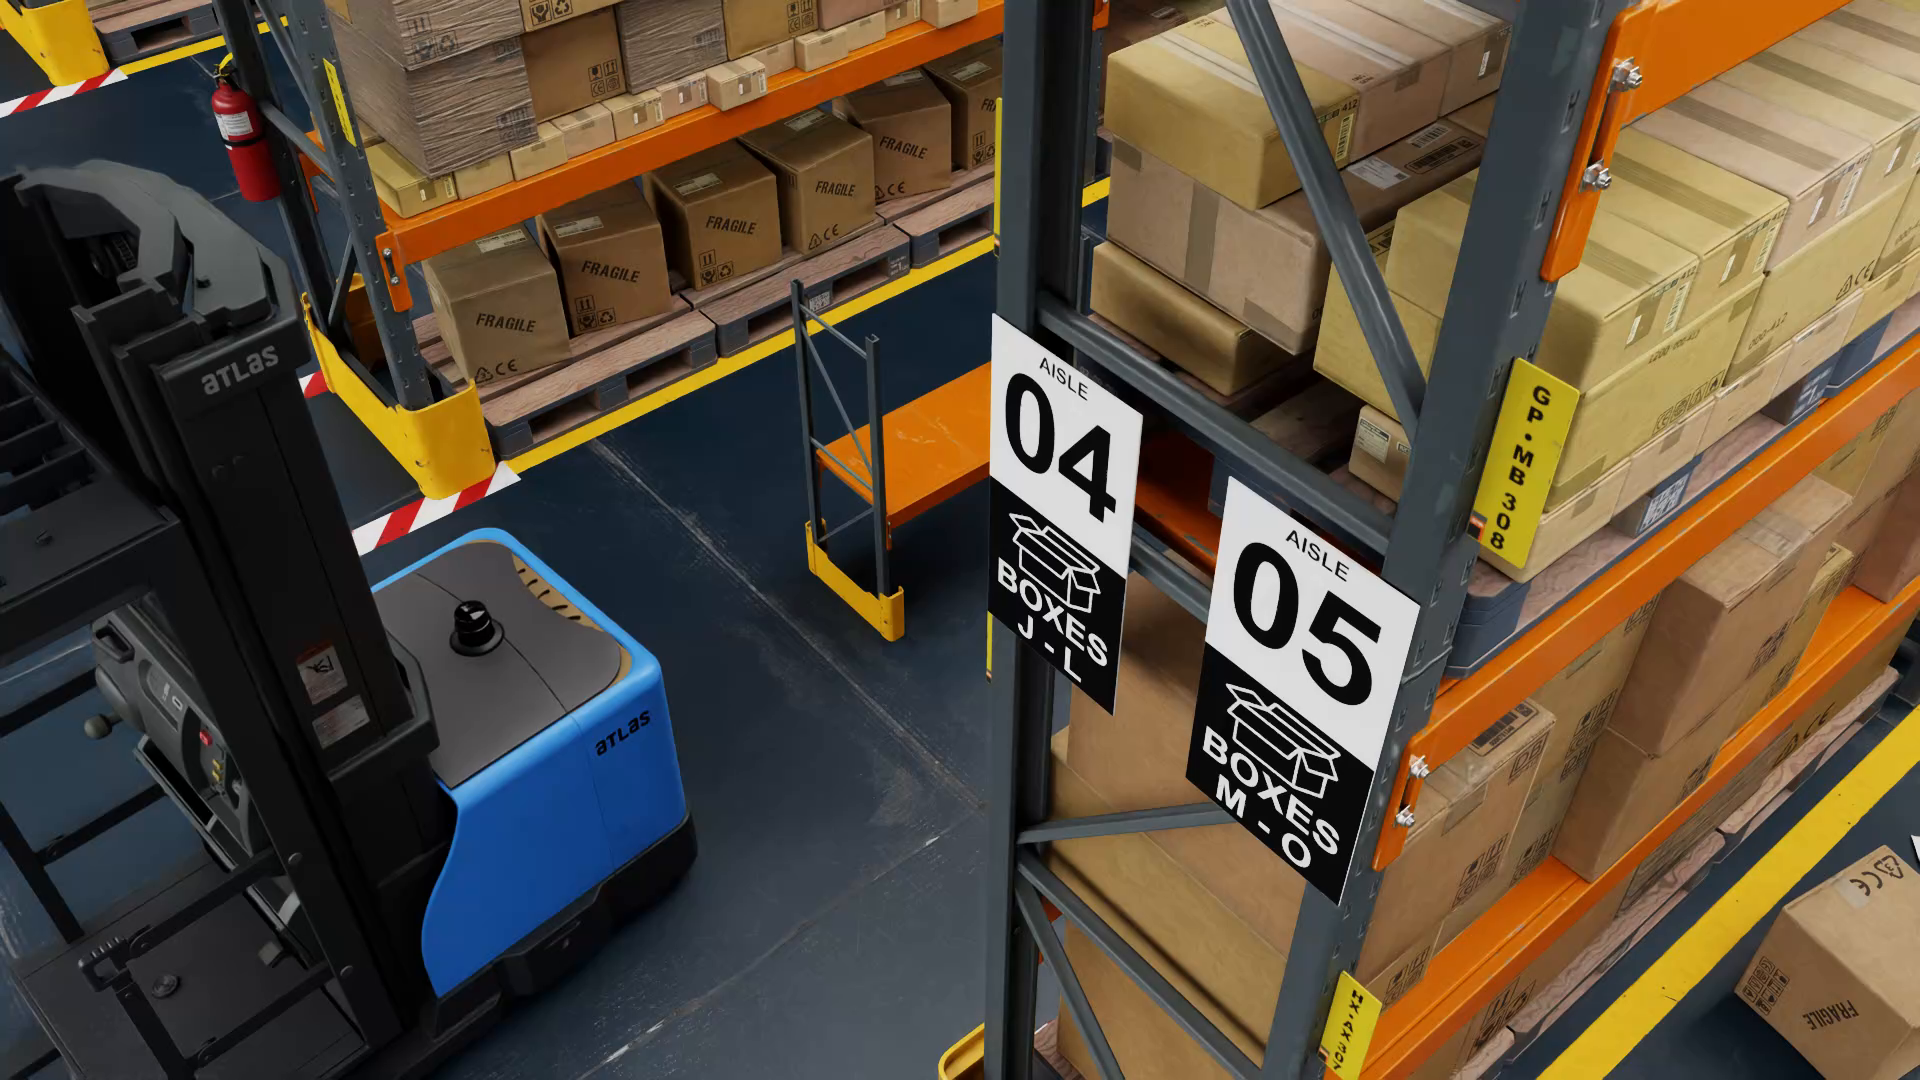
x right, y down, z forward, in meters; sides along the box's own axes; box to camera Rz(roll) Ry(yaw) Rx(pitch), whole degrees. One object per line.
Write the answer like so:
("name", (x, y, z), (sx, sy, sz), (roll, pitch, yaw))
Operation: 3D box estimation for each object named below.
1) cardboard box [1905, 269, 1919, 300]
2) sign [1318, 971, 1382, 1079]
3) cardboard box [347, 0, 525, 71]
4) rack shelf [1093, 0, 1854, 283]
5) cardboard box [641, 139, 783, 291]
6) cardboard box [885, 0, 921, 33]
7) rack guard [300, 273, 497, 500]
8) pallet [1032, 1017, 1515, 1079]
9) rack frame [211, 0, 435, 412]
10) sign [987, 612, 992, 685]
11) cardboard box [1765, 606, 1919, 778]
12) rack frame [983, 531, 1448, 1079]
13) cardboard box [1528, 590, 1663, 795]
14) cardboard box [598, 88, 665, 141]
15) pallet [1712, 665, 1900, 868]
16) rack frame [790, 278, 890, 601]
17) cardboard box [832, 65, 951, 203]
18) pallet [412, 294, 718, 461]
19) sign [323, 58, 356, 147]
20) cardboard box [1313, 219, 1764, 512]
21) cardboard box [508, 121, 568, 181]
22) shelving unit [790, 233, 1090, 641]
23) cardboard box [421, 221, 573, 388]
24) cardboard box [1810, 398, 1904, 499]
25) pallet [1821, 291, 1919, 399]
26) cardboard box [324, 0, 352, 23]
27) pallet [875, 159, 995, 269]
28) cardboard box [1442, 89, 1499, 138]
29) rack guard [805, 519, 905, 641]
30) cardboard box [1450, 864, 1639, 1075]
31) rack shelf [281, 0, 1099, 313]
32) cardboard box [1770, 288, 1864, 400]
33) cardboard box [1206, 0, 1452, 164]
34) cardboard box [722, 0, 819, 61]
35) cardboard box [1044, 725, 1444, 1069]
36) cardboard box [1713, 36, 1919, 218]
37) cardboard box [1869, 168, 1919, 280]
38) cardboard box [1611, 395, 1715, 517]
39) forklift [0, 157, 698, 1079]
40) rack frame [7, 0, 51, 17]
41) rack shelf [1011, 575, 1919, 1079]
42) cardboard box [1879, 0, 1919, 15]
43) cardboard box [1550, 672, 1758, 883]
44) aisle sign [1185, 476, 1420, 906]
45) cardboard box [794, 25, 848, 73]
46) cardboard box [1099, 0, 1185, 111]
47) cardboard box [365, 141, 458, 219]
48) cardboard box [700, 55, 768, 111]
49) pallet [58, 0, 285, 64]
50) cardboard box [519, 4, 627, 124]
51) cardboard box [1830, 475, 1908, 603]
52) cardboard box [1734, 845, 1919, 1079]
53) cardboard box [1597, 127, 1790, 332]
("cardboard box", (1.872, -0.684, 3.453), (0.250, 0.149, 0.380), (-30, 51, -28))
("sign", (0.786, 0.994, 3.364), (0.005, 0.325, 0.100), (-30, 51, -28))
("cardboard box", (-2.073, -2.213, 6.448), (0.500, 0.500, 0.500), (-30, 51, -28))
("rack shelf", (1.969, -1.613, 3.266), (4.000, 0.370, 1.077), (-30, 51, -28))
("cardboard box", (-1.251, -1.658, 8.397), (0.500, 0.500, 0.500), (-25, 49, -24))
("cardboard box", (-0.403, -2.629, 8.096), (0.250, 0.149, 0.380), (-30, 51, -28))
("rack guard", (-2.612, -0.727, 7.713), (0.348, 0.500, 1.175), (-30, 51, -28))
("pallet", (0.998, 1.668, 5.373), (1.213, 0.211, 1.003), (-30, 51, -28))
("rack frame", (-2.670, -1.605, 6.821), (0.127, 3.000, 1.000), (-30, 51, -28))
("sign", (0.097, 0.245, 3.833), (0.005, 0.325, 0.100), (-30, 51, -28))
("cardboard box", (2.976, 0.148, 6.200), (0.875, 0.875, 0.875), (-29, 50, -27))
("rack frame", (0.435, 1.044, 4.001), (0.127, 3.000, 1.000), (-30, 51, -28))
("cardboard box", (1.107, 0.163, 4.040), (0.550, 0.550, 0.875), (-30, 51, -28))
("cardboard box", (-1.518, -1.942, 7.363), (0.250, 0.149, 0.380), (-30, 51, -28))
("pallet", (2.870, 0.597, 6.514), (1.213, 0.211, 1.003), (-30, 51, -28))
("rack frame", (-0.455, -0.286, 6.513), (0.032, 1.500, 0.500), (-30, 51, -28))
("cardboard box", (-0.369, -2.193, 8.967), (0.500, 0.500, 0.500), (-15, 45, -16))
("pallet", (-1.966, -0.960, 8.172), (1.213, 0.211, 1.003), (-30, 51, -28))
("sign", (-2.322, -1.635, 6.222), (0.005, 0.325, 0.100), (-30, 51, -28))
("cardboard box", (0.970, -0.370, 2.828), (0.500, 0.250, 0.500), (-30, 51, -28))
("cardboard box", (-1.893, -1.715, 7.122), (0.250, 0.149, 0.380), (-30, 51, -28))
("shelving unit", (-0.058, -0.513, 6.755), (1.083, 1.500, 0.587), (-30, 51, -28))
("cardboard box", (-2.180, -1.112, 7.816), (0.500, 0.500, 0.500), (-21, 47, -21))
("cardboard box", (1.947, -0.313, 4.547), (0.500, 0.550, 0.875), (-30, 51, -28))
("pallet", (1.933, -0.887, 3.931), (1.213, 0.211, 1.003), (-30, 51, -28))
("cardboard box", (-2.407, -2.485, 6.738), (0.500, 0.500, 0.500), (-30, 51, -28))
("pallet", (-0.094, -2.032, 9.313), (1.213, 0.211, 1.003), (-30, 51, -28))
("cardboard box", (1.015, -0.874, 3.364), (0.500, 0.250, 0.500), (-30, 51, -28))
("rack guard", (-0.440, 0.161, 6.950), (0.087, 0.250, 0.587), (-30, 51, -28))
("cardboard box", (1.586, 0.945, 5.351), (0.875, 0.875, 0.875), (-31, 51, -28))
("rack shelf", (-1.136, -2.221, 8.003), (4.000, 0.370, 1.077), (-30, 51, -28))
("cardboard box", (1.485, -0.463, 3.218), (0.250, 0.149, 0.380), (-29, 51, -28))
("cardboard box", (0.668, -0.873, 3.072), (0.250, 0.149, 0.380), (-30, 51, -28))
("cardboard box", (-1.122, -2.670, 7.665), (0.500, 0.500, 0.875), (-30, 51, -28))
("cardboard box", (0.690, 0.803, 4.148), (0.550, 0.550, 0.875), (-30, 51, -28))
("cardboard box", (1.478, -0.750, 2.941), (0.250, 0.149, 0.380), (-29, 51, -27))
("cardboard box", (1.745, -0.815, 3.302), (0.500, 0.250, 0.500), (-30, 51, -28))
("cardboard box", (1.099, -0.242, 2.983), (0.250, 0.149, 0.380), (-29, 51, -28))
("forklift", (-2.341, 0.592, 4.532), (1.130, 2.935, 3.031), (34, 53, 31))
("rack frame", (-5.848, -4.206, 9.591), (0.127, 3.000, 1.000), (-30, 51, -28))
("rack shelf", (1.969, 0.428, 5.182), (4.000, 0.370, 1.077), (-30, 51, -28))
("cardboard box", (1.871, -0.975, 3.181), (0.250, 0.149, 0.380), (-30, 51, -28))
("cardboard box", (1.608, 0.370, 4.609), (0.550, 0.550, 0.875), (-30, 51, -28))
("aisle sign", (0.573, 0.285, 2.910), (0.004, 0.787, 0.394), (-30, 51, -28))
("cardboard box", (-0.738, -2.370, 7.820), (0.250, 0.149, 0.380), (-30, 51, -28))
("cardboard box", (0.883, -2.869, 9.672), (0.500, 0.500, 0.700), (-34, 53, -31))
("cardboard box", (-2.298, -1.513, 6.907), (0.250, 0.149, 0.380), (-30, 51, -28))
("cardboard box", (-1.086, -2.121, 7.555), (0.250, 0.149, 0.380), (-30, 51, -28))
("pallet", (-5.193, -3.601, 10.984), (1.213, 0.211, 1.003), (-30, 51, -28))
("cardboard box", (-1.924, -2.259, 7.228), (0.500, 0.500, 0.875), (-30, 51, -28))
("cardboard box", (2.331, -0.170, 5.184), (0.550, 0.550, 0.875), (-30, 51, -28))
("cardboard box", (2.971, 1.418, 5.427), (0.500, 0.500, 0.500), (-21, 47, -21))
("cardboard box", (1.088, -0.527, 2.704), (0.250, 0.149, 0.380), (-30, 51, -28))
